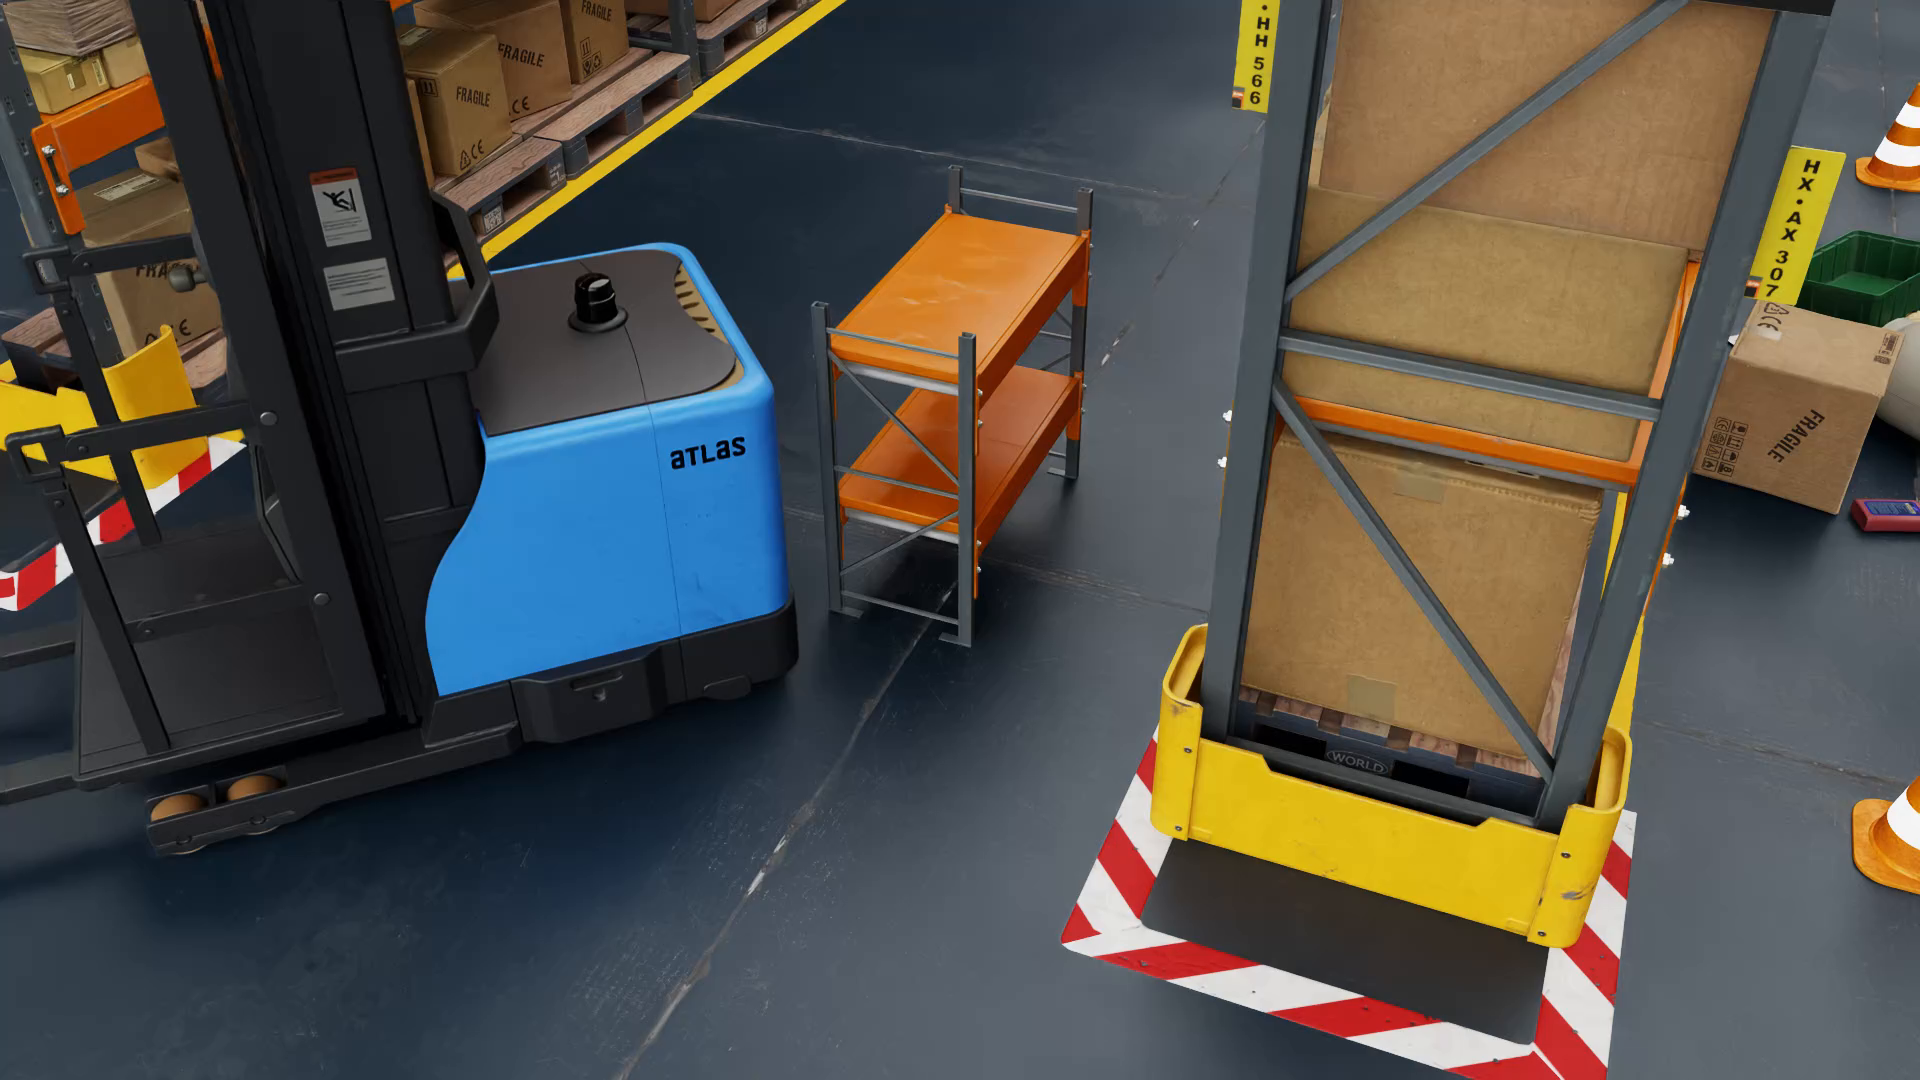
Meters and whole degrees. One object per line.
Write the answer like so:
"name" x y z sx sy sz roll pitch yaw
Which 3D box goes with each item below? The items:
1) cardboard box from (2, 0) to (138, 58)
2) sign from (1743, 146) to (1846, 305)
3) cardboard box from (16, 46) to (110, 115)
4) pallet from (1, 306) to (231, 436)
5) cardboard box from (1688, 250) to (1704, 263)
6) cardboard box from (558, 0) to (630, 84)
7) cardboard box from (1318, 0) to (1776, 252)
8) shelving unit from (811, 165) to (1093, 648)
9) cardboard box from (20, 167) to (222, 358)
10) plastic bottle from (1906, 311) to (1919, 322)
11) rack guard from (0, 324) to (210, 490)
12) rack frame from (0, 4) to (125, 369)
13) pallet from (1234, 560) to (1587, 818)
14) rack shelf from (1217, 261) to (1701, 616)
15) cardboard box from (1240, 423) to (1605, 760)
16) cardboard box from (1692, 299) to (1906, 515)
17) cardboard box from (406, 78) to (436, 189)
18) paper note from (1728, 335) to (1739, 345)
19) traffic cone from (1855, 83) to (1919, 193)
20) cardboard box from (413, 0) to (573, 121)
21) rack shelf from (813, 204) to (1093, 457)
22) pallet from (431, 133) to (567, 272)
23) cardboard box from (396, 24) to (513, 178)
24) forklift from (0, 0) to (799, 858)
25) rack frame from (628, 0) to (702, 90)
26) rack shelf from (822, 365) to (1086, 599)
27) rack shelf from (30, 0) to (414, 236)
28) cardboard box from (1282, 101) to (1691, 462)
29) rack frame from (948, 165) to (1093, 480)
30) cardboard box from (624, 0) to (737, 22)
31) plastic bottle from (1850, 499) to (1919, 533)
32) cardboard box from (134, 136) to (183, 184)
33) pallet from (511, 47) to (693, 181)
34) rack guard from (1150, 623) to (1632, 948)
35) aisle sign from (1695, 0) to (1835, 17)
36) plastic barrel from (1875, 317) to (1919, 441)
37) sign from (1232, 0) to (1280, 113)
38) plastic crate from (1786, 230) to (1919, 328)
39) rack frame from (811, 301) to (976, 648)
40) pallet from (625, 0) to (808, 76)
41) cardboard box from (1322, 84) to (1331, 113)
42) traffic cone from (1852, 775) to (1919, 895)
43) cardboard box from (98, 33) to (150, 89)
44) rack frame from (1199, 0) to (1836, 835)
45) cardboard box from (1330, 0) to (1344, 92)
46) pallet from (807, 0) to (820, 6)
"cardboard box" -3.182 -2.011 5.603 0.875 0.500 0.500 14 39 18
"sign" 1.643 -0.617 3.280 0.100 0.325 0.005 14 39 18
"cardboard box" -3.087 -1.556 5.537 0.380 0.149 0.250 14 39 18
"pallet" -3.046 -0.921 6.805 1.003 0.211 1.213 14 39 18
"cardboard box" 1.750 -1.235 4.771 0.875 0.550 0.550 14 39 18
"cardboard box" -2.084 -2.723 8.625 0.500 0.500 0.500 13 39 16
"cardboard box" 1.309 -1.057 3.631 0.875 0.550 0.550 14 39 18
"shelving unit" 0.003 -0.454 5.418 0.538 1.125 1.048 14 39 18
"cardboard box" -3.163 -1.063 6.403 0.500 0.500 0.500 21 42 26
"plastic bottle" 3.945 -0.909 6.915 0.133 0.061 0.283 -5 37 -6
"rack guard" -3.387 -0.594 6.128 1.175 0.500 0.348 14 39 18
"rack frame" -3.416 -1.554 5.323 1.000 3.000 0.127 14 39 18
"pallet" 1.364 0.289 5.188 1.003 0.211 1.213 14 39 18
"rack shelf" 1.893 -1.187 5.433 1.077 0.370 4.000 14 39 18
"cardboard box" 1.329 -0.075 4.769 0.875 0.875 0.875 14 39 18
"cardboard box" 3.012 -0.489 5.985 0.500 0.500 0.500 21 42 25
"cardboard box" -2.712 -1.744 7.314 0.500 0.500 0.500 18 40 22
"paper note" 3.236 -0.815 6.814 0.147 0.020 0.142 -11 38 -14
"traffic cone" 4.561 -1.965 7.992 0.336 0.463 0.334 14 39 18
"cardboard box" -2.294 -2.404 8.198 0.500 0.500 0.500 27 45 32
"rack shelf" 0.003 -0.689 5.243 0.538 0.278 1.000 14 39 18
"pallet" -2.580 -1.594 7.706 1.003 0.211 1.213 14 39 18
"cardboard box" -2.458 -2.042 7.714 0.500 0.500 0.500 11 38 14
"forklift" -2.067 -0.667 4.195 3.031 2.935 1.130 -14 39 -18
"rack frame" -1.894 -3.768 8.286 1.000 3.000 0.127 14 39 18
"rack shelf" 0.003 -0.258 5.565 0.538 0.278 1.000 14 39 18
"rack shelf" -2.655 -2.373 7.020 1.077 0.370 4.000 14 39 18
"cardboard box" 1.231 -0.644 3.980 0.875 0.550 0.550 14 39 18
"rack frame" 0.196 -0.736 5.795 0.500 1.125 0.032 14 39 18
"cardboard box" -1.641 -3.278 9.351 0.700 0.500 0.500 11 38 14
"plastic bottle" 3.285 -0.084 5.812 0.283 0.061 0.133 1 37 2
"cardboard box" -2.968 -1.401 6.856 0.500 0.500 0.500 25 43 29
"pallet" -2.117 -2.271 8.613 1.003 0.211 1.213 14 39 18
"rack guard" 1.123 0.647 4.467 1.175 0.500 0.348 14 39 18
"aisle sign" 1.383 -1.301 2.814 0.394 0.787 0.004 14 39 18
"plastic barrel" 3.641 -0.573 6.163 0.421 0.421 0.512 -17 40 -22
"sign" 0.636 -1.058 3.495 0.100 0.325 0.005 14 39 18
"plastic crate" 3.799 -1.085 6.996 0.662 0.188 0.450 -25 33 -29
"rack frame" -0.191 -0.173 5.042 0.500 1.125 0.032 14 39 18
"pallet" -1.600 -3.083 9.698 1.003 0.211 1.213 14 39 18
"cardboard box" 1.420 -0.953 4.394 0.875 0.550 0.550 14 39 18
"traffic cone" 2.647 0.678 4.457 0.336 0.463 0.334 14 39 18
"cardboard box" -2.975 -1.691 5.716 0.380 0.149 0.250 14 39 18
"rack frame" 1.132 -0.368 3.737 1.000 3.000 0.127 14 39 18
"cardboard box" 1.433 -1.383 4.067 0.875 0.550 0.550 14 39 18
"pallet" -1.137 -3.761 10.605 1.003 0.211 1.213 14 39 18
